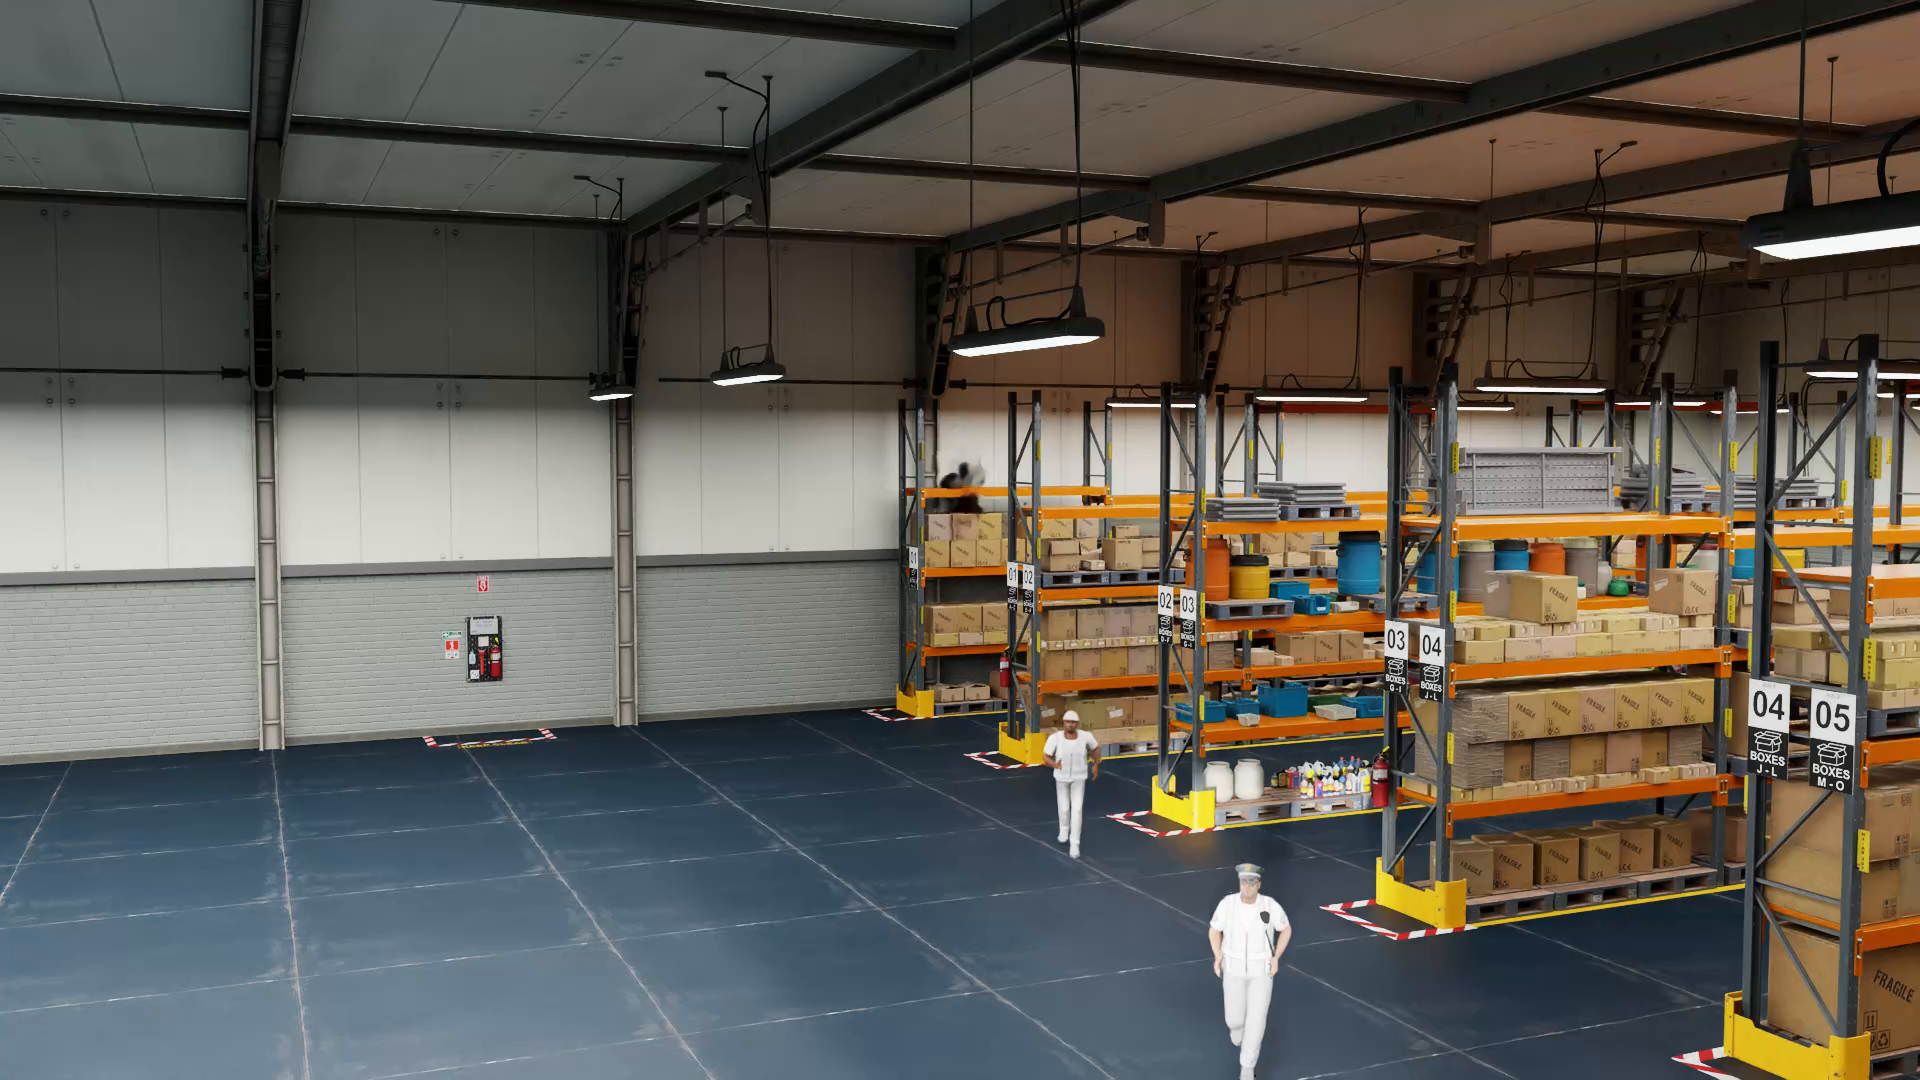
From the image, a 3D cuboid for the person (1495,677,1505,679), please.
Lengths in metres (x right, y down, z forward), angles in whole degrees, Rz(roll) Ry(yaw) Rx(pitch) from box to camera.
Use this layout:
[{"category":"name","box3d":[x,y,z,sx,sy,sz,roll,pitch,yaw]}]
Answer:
[{"category":"person","box3d":[9.207,2.666,27.844,0.668,1.724,0.707,-2,4,-34]}]

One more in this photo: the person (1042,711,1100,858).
[{"category":"person","box3d":[1.404,3.039,21.051,0.722,1.791,0.867,0,3,4]}]

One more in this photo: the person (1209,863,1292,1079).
[{"category":"person","box3d":[2.376,3.505,13.649,0.670,1.760,0.732,1,3,13]}]
